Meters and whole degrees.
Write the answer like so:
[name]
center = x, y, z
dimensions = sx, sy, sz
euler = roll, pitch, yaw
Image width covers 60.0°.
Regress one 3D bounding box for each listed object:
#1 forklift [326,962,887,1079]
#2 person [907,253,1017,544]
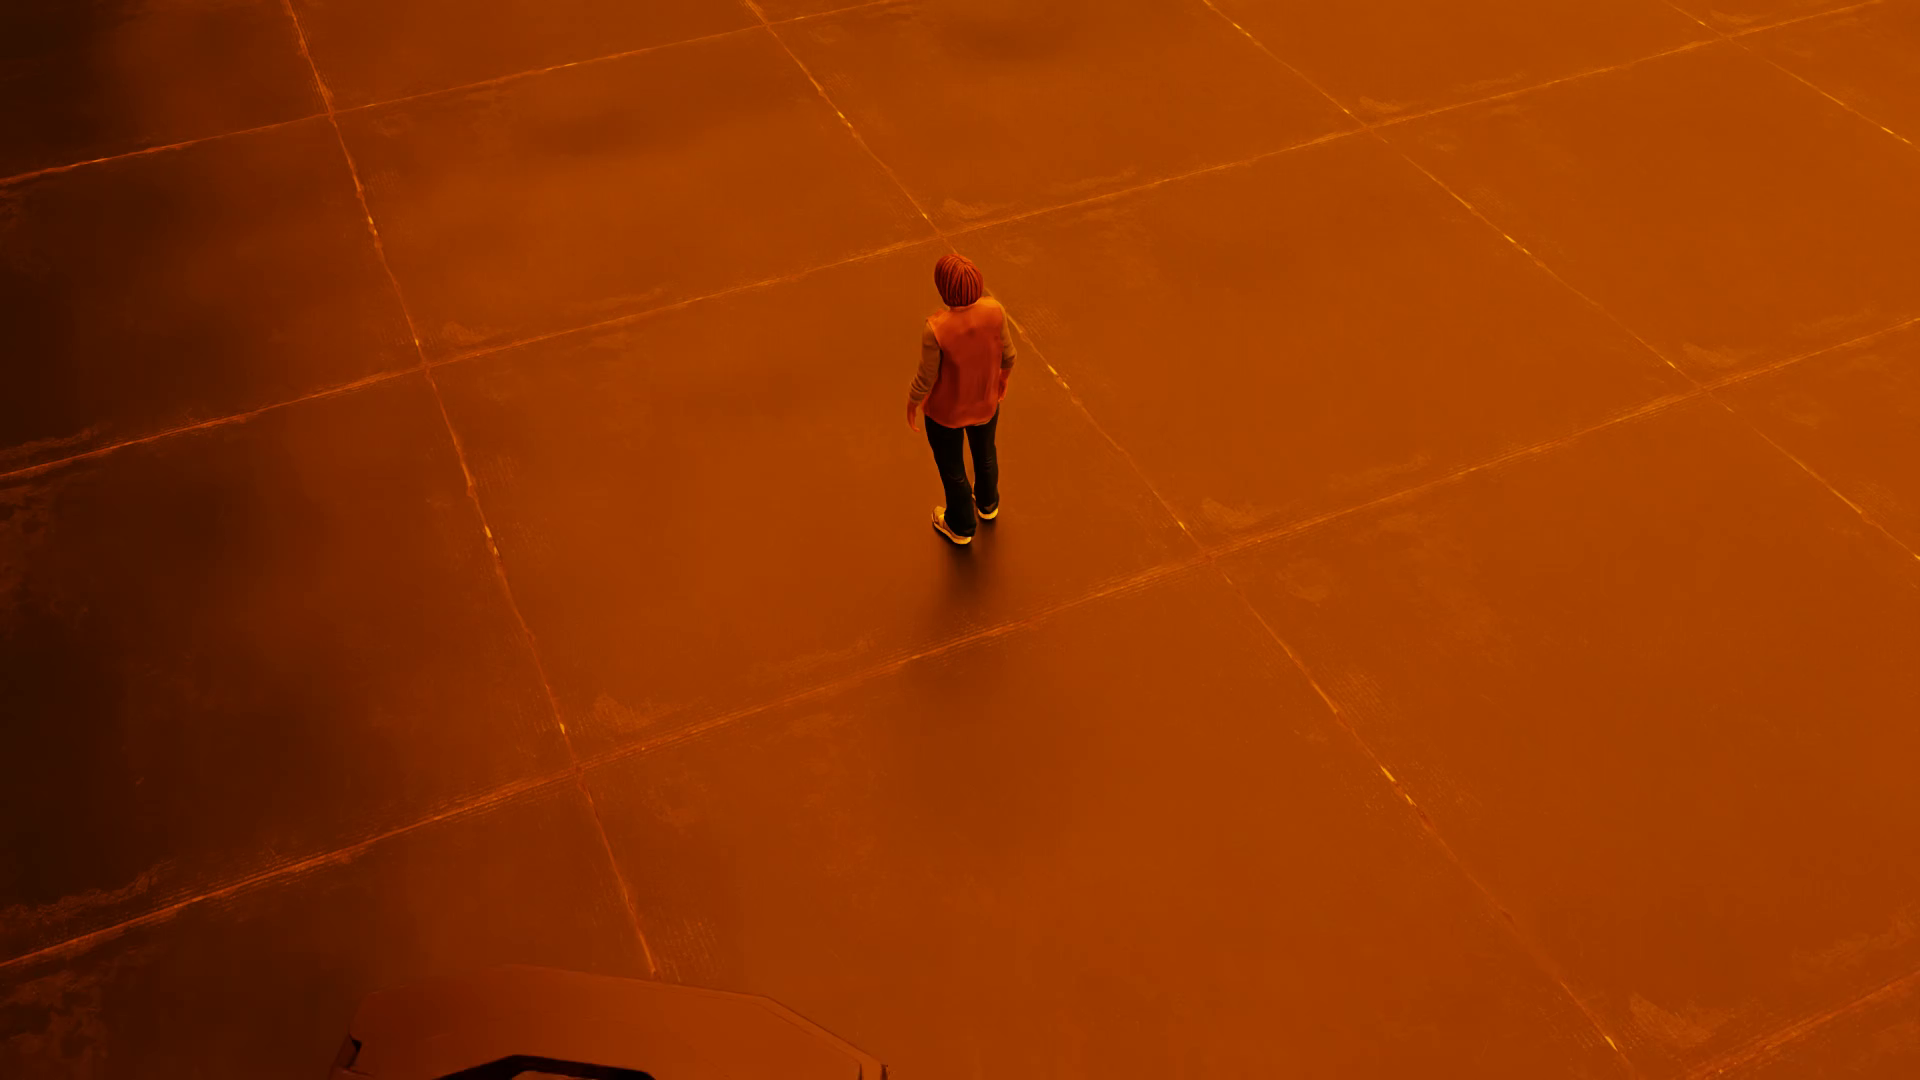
[forklift]
center = -0.687, 2.293, 3.223
dimensions = 1.130, 2.935, 3.031
euler = 6, 43, 6
[person]
center = -0.018, -0.636, 7.334
dimensions = 0.520, 1.590, 0.476
euler = -18, 46, -18
